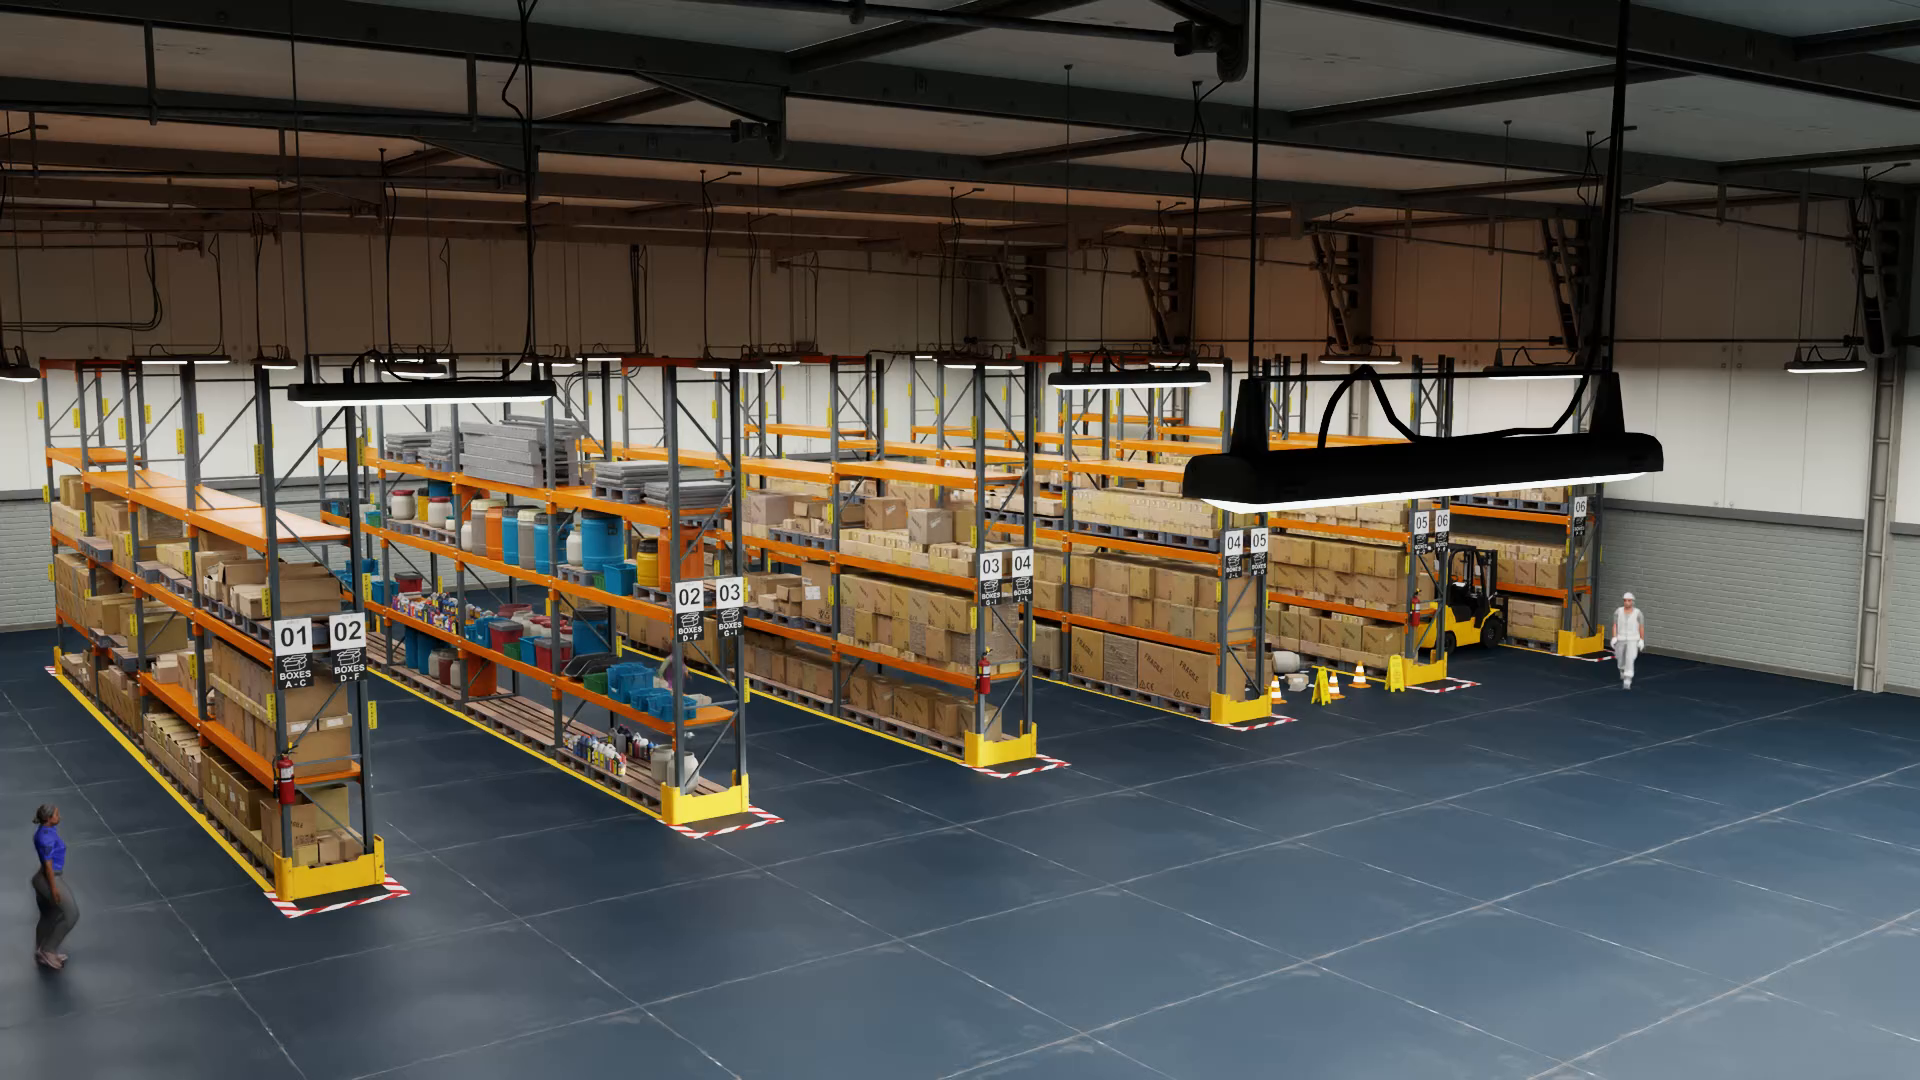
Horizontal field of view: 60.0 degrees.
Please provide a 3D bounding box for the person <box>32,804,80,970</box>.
[{"bbox_3d":[-9.188,3.490,16.847,0.409,1.674,0.482,-5,8,-34],"label":"person"}]

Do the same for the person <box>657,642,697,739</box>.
[{"bbox_3d":[-4.587,2.380,26.507,0.748,1.600,0.610,3,7,21],"label":"person"}]

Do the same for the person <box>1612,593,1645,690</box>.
[{"bbox_3d":[12.182,1.824,30.317,0.543,1.749,1.051,4,8,28],"label":"person"}]

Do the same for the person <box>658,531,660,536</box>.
[{"bbox_3d":[-7.835,0.282,43.636,0.788,1.609,0.487,0,7,3],"label":"person"}]
